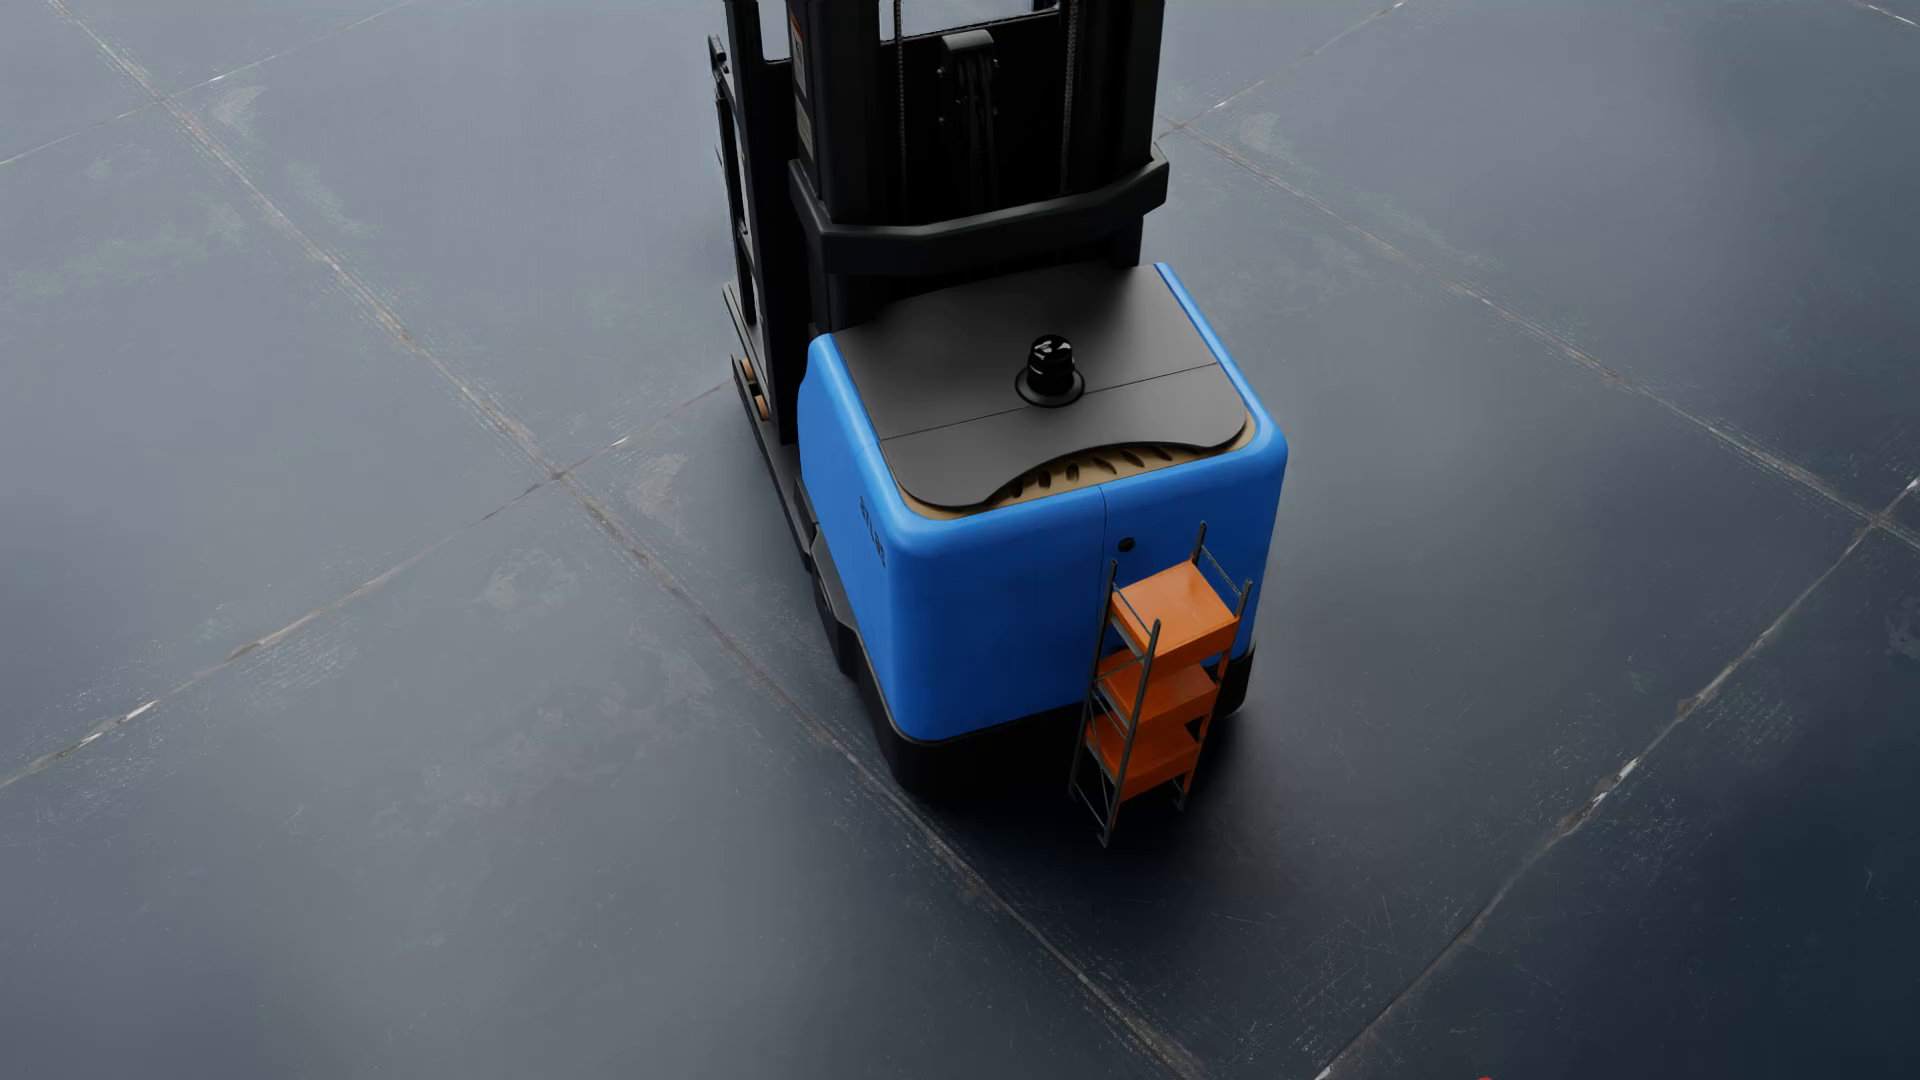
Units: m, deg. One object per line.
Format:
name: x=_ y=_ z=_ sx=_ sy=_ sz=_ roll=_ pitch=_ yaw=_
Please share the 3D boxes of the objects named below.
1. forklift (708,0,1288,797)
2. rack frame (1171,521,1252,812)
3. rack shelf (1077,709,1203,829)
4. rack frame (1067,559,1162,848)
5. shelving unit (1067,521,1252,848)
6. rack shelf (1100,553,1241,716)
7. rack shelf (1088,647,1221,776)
forklift: x=-0.132 y=-1.404 z=4.551 sx=1.130 sy=2.935 sz=3.031 roll=-14 pitch=49 yaw=-12
rack frame: x=0.584 y=0.350 z=4.200 sx=0.008 sy=1.050 sz=0.200 roll=-22 pitch=56 yaw=-19
rack shelf: x=0.464 y=0.571 z=4.388 sx=0.240 sy=0.259 sz=0.215 roll=-22 pitch=56 yaw=-19
rack frame: x=0.370 y=0.437 z=4.121 sx=0.008 sy=1.050 sz=0.200 roll=-22 pitch=56 yaw=-19
shelving unit: x=0.477 y=0.393 z=4.161 sx=0.252 sy=1.050 sz=0.215 roll=-22 pitch=56 yaw=-19
rack shelf: x=0.489 y=0.225 z=3.946 sx=0.240 sy=0.259 sz=0.215 roll=-22 pitch=56 yaw=-19
rack shelf: x=0.476 y=0.400 z=4.169 sx=0.240 sy=0.259 sz=0.215 roll=-22 pitch=56 yaw=-19
